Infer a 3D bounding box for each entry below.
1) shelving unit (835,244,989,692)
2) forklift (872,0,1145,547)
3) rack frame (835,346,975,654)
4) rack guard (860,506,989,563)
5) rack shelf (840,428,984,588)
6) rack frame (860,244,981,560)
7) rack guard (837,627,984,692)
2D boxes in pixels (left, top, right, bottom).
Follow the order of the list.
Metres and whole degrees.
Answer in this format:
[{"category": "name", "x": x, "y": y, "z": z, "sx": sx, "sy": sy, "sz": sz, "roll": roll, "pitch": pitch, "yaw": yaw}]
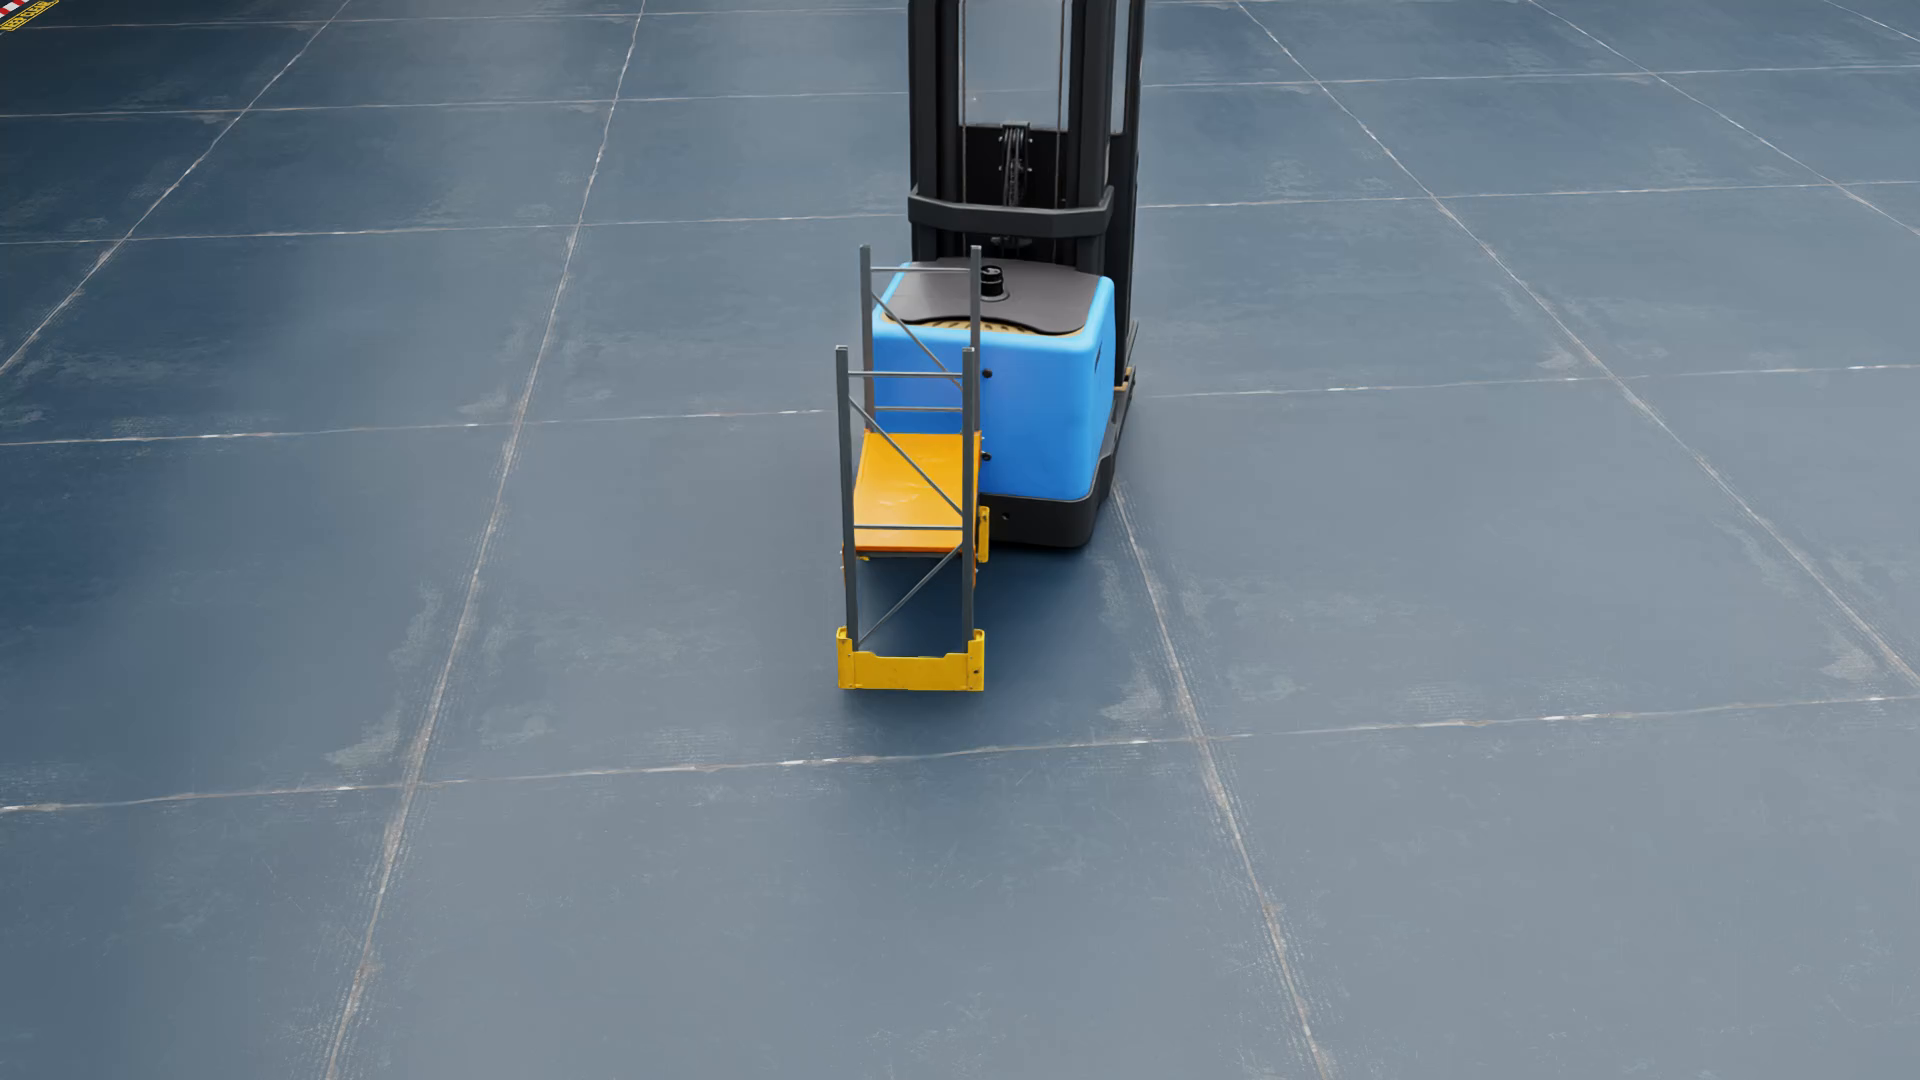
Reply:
[{"category": "shelving unit", "x": -0.180, "y": -0.310, "z": 6.806, "sx": 0.587, "sy": 1.500, "sz": 1.083, "roll": 1, "pitch": 31, "yaw": 2}, {"category": "forklift", "x": 0.349, "y": -1.966, "z": 8.183, "sx": 1.130, "sy": 2.935, "sz": 3.031, "roll": 6, "pitch": 31, "yaw": 9}, {"category": "rack frame", "x": -0.198, "y": -0.045, "z": 6.362, "sx": 0.500, "sy": 1.500, "sz": 0.032, "roll": 1, "pitch": 31, "yaw": 2}, {"category": "rack guard", "x": -0.163, "y": -0.028, "z": 7.554, "sx": 0.587, "sy": 0.250, "sz": 0.087, "roll": 1, "pitch": 31, "yaw": 2}, {"category": "rack shelf", "x": -0.181, "y": -0.151, "z": 6.890, "sx": 0.538, "sy": 0.185, "sz": 1.000, "roll": 1, "pitch": 31, "yaw": 2}, {"category": "rack frame", "x": -0.163, "y": -0.566, "z": 7.234, "sx": 0.500, "sy": 1.500, "sz": 0.032, "roll": 1, "pitch": 31, "yaw": 2}, {"category": "rack guard", "x": -0.197, "y": 0.482, "z": 6.699, "sx": 0.587, "sy": 0.250, "sz": 0.087, "roll": 1, "pitch": 31, "yaw": 2}]
